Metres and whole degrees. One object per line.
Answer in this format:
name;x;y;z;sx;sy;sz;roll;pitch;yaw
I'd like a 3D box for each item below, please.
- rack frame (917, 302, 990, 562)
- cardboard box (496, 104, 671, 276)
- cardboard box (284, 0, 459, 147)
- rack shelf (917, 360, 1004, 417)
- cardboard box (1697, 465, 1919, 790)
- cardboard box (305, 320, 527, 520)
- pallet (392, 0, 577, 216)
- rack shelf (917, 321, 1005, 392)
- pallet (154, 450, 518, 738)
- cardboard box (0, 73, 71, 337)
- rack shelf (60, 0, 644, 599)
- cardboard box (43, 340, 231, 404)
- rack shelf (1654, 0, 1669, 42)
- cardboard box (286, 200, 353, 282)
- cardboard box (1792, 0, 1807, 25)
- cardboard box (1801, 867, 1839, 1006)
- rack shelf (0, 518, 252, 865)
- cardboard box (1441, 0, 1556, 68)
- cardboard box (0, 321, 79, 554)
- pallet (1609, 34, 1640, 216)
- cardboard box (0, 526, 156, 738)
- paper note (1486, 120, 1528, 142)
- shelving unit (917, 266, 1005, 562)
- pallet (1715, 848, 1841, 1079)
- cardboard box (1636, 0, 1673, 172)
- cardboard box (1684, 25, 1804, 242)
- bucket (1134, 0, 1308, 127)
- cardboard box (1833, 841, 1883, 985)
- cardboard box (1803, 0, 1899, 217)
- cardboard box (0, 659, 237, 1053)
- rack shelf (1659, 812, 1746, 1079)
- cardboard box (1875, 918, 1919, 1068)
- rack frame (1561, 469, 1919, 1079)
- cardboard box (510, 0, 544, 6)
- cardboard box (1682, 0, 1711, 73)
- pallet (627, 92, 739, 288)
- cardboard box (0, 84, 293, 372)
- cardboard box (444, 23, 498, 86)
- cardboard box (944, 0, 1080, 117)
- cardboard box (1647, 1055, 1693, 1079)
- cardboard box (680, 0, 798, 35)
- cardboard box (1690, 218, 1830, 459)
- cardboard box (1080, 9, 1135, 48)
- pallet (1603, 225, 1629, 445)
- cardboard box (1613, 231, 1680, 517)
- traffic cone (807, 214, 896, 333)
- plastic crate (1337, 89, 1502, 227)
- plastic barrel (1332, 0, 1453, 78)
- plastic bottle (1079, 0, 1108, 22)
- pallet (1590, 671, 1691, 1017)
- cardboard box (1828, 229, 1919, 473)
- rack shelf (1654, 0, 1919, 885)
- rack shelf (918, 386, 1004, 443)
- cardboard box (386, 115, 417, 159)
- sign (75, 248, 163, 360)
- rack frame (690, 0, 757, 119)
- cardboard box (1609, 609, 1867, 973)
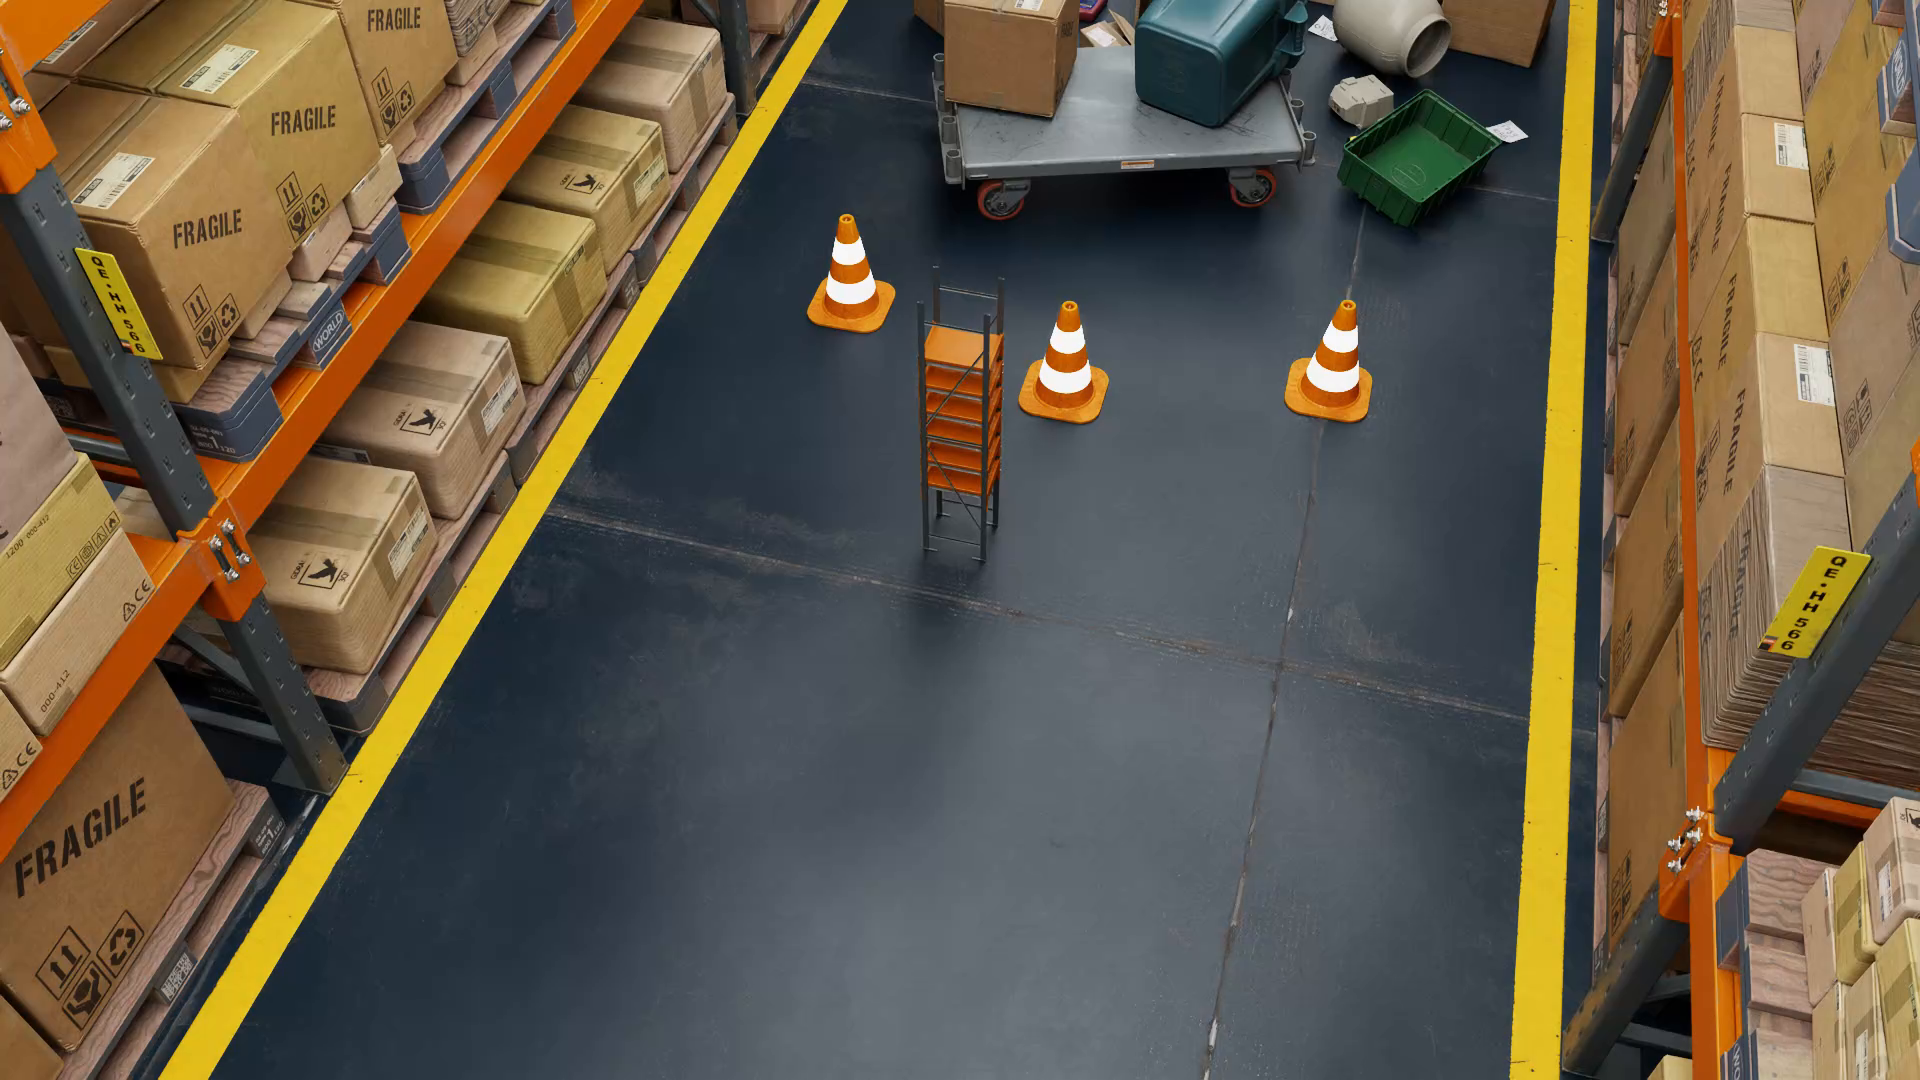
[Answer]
rack frame;-0.020;-0.341;5.751;0.240;1.200;0.006;12;50;10
cardboard box;-1.811;-1.546;7.086;0.950;0.372;0.625;14;50;12
cardboard box;-1.937;-1.598;5.114;0.500;0.500;0.500;12;50;11
rack shelf;0.004;-0.537;5.663;0.258;0.103;0.180;12;50;10
cardboard box;2.119;0.208;3.999;0.500;0.500;0.500;12;50;10
cardboard box;-2.197;-0.495;6.159;0.950;0.372;0.625;11;49;9
pallet;-2.061;-1.660;5.842;1.003;0.211;1.213;12;50;10
rack shelf;0.004;-0.616;5.573;0.258;0.103;0.180;12;50;10
pallet;-2.335;0.074;6.044;1.003;0.211;1.213;12;50;10
cardboard box;-2.691;-0.938;4.532;0.500;0.500;0.500;10;49;9
rack shelf;-2.016;-1.492;6.046;1.077;0.370;4.000;12;50;10
cardboard box;-2.277;-0.538;4.611;0.380;0.149;0.250;9;49;8
rack shelf;3.839;-3.482;7.802;1.077;0.370;4.000;12;50;10
cardboard box;-2.054;-0.925;4.953;0.380;0.149;0.250;9;49;8
cardboard box;3.054;-1.904;5.197;0.700;0.500;0.500;11;49;9
cardboard box;1.947;0.848;3.388;0.380;0.149;0.250;11;49;10
rack shelf;-3.069;1.401;3.493;1.077;0.370;4.000;12;50;10
cardboard box;2.731;-2.772;8.362;0.500;0.500;0.500;19;51;16
cardboard box;-2.426;-0.222;3.712;0.500;0.500;0.500;10;49;9
pallet;3.588;-1.885;7.773;1.003;0.211;1.213;12;50;10
cardboard box;-2.425;0.183;4.188;0.500;0.250;0.500;10;49;9
paper note;2.616;-1.956;7.955;0.147;0.020;0.142;-19;51;-16
shelving unit;0.004;-0.407;5.809;0.258;1.200;0.189;12;50;10
pallet;2.175;1.220;3.300;1.213;0.211;1.003;12;50;10
cardboard box;3.546;-2.150;7.284;0.875;0.875;0.875;12;50;11
cardboard box;2.648;-1.252;5.288;0.500;0.500;0.500;11;50;10
bucket;1.124;-2.246;7.401;0.726;0.611;0.620;28;64;22
cardboard box;1.939;0.776;3.254;0.380;0.149;0.250;14;50;12
cardboard box;2.787;-1.174;4.552;0.700;0.500;0.500;11;50;10
cardboard box;-2.804;0.764;4.712;0.875;0.875;0.875;11;50;10
rack shelf;1.733;2.305;2.695;1.077;0.370;4.000;12;50;10
cardboard box;1.883;0.858;2.982;0.380;0.149;0.250;10;49;9
rack frame;2.260;0.620;3.702;1.000;3.000;0.127;12;50;10
cardboard box;-1.641;-2.071;5.965;0.380;0.149;0.250;12;50;10
cardboard box;2.915;-1.979;5.929;0.500;0.500;0.500;12;50;10
pallet;-1.693;-1.691;7.601;1.003;0.211;1.213;12;50;10
cardboard box;-2.201;-0.834;4.440;0.500;0.500;0.500;10;49;9
cardboard box;-1.805;-1.697;5.635;0.380;0.149;0.250;13;50;11
cardboard box;0.236;-2.271;7.416;0.500;0.500;0.500;12;50;10
cardboard box;1.845;1.511;3.803;0.500;0.250;0.500;10;49;8
cardboard box;-1.074;-2.779;8.256;0.500;0.250;0.500;10;49;8
cardboard box;2.384;-0.514;4.636;0.500;0.500;0.500;11;49;9
cardboard box;0.796;-2.438;8.225;0.258;0.266;0.396;-19;51;-16
pallet;3.182;-0.777;6.795;1.003;0.211;1.213;12;50;10
cardboard box;2.978;-0.504;5.914;1.050;0.750;0.750;12;50;10
traffic cone;-0.465;-1.164;6.969;0.336;0.463;0.334;12;50;10
plastic crate;2.094;-1.746;7.627;0.662;0.188;0.450;-37;68;-28
plastic barrel;2.131;-2.544;8.213;0.421;0.421;0.512;-27;54;-22
plastic bottle;0.659;-2.768;8.652;0.133;0.061;0.283;19;51;16
pallet;2.540;0.987;5.238;1.003;0.211;1.213;12;50;10
cardboard box;2.519;-0.433;3.898;0.700;0.500;0.500;11;49;9
rack shelf;2.786;-0.588;5.249;1.077;0.370;4.000;12;50;10
rack shelf;0.004;-0.458;5.753;0.258;0.103;0.180;12;50;10
cardboard box;-1.974;-1.309;5.292;0.380;0.149;0.250;14;50;12
sign;-2.006;-0.560;3.971;0.100;0.325;0.005;12;50;10
rack frame;-1.489;-3.177;7.053;1.000;3.000;0.127;12;50;10
cardboard box;2.507;0.803;4.761;1.050;0.750;0.750;11;49;10
